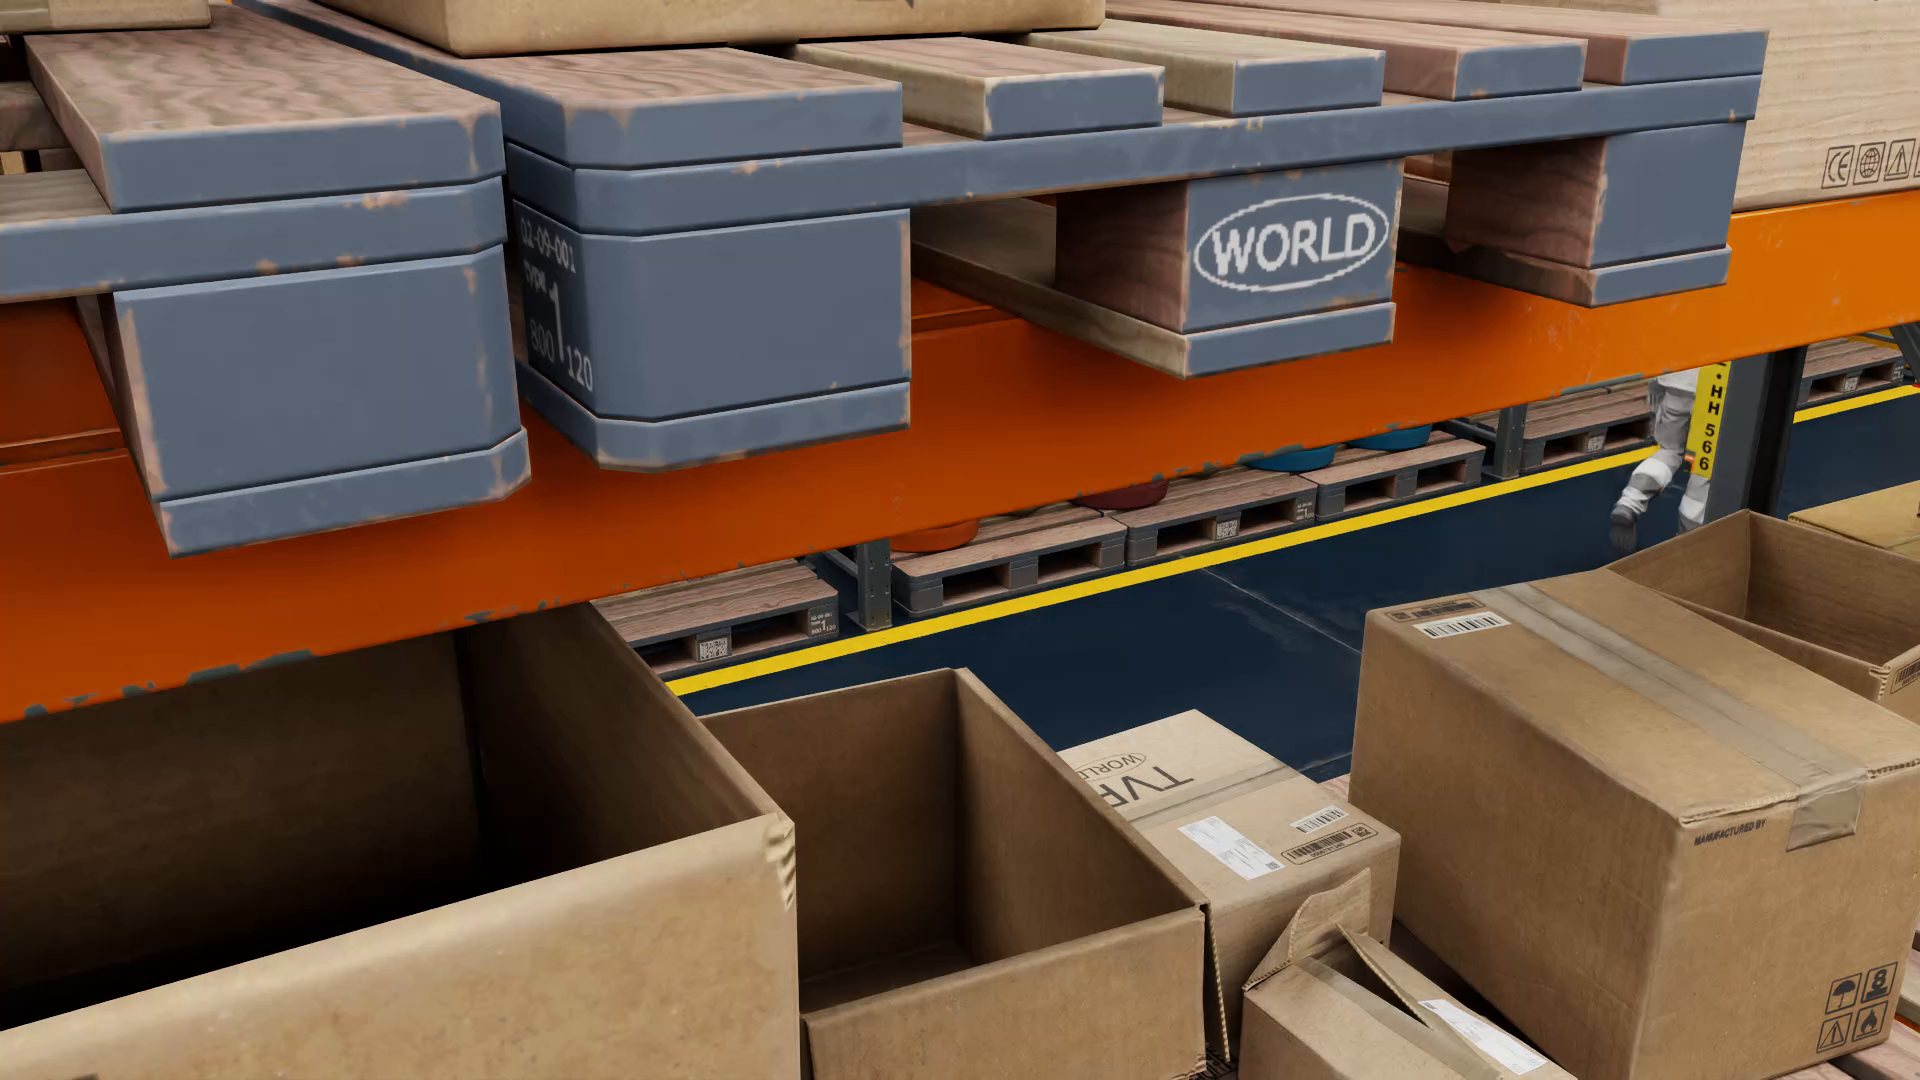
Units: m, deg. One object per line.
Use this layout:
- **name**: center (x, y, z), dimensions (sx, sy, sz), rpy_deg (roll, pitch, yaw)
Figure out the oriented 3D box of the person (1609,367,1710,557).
- **person**: center (3.435, -0.700, 7.775), dimensions (0.634, 1.777, 0.531), rpy_deg (-14, 26, -32)
